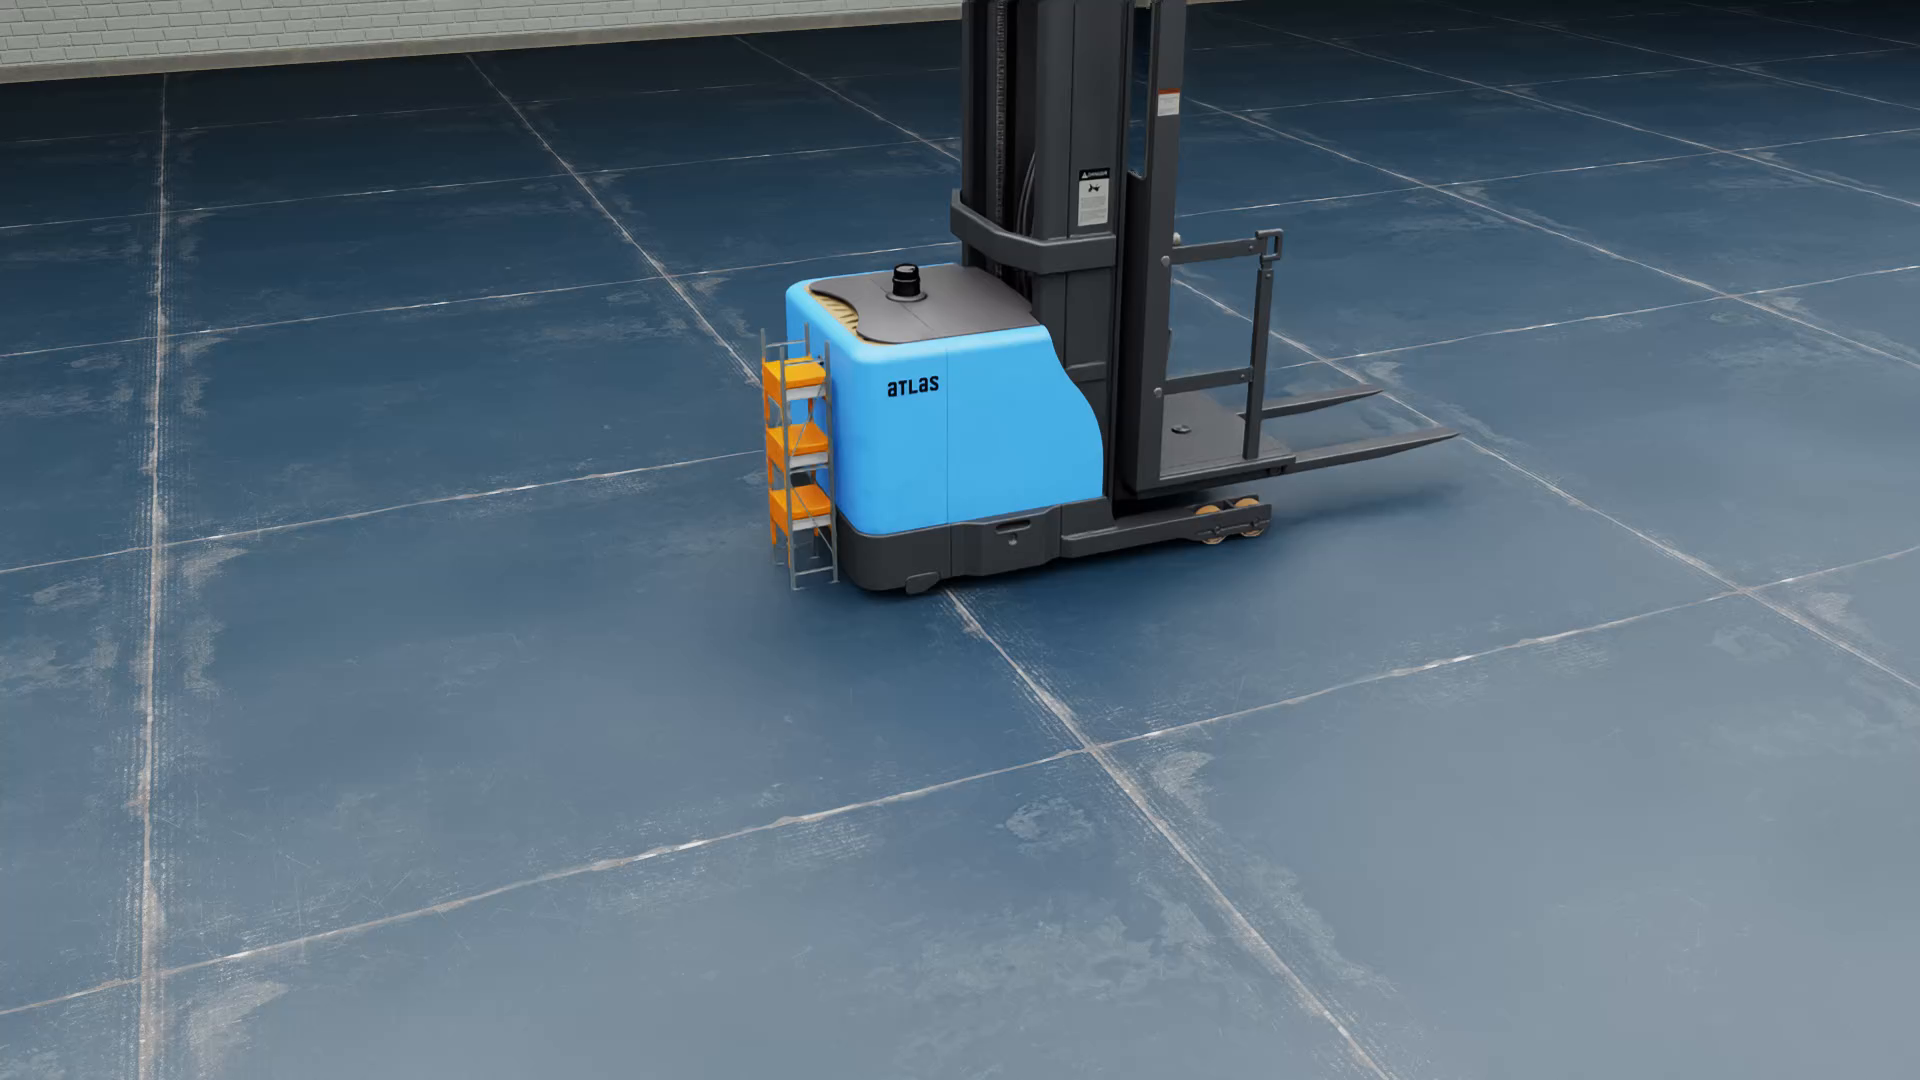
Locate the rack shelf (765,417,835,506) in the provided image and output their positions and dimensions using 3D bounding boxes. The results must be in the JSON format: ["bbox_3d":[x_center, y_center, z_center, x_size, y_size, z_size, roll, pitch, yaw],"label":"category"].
[{"bbox_3d":[-0.647,-0.320,6.733,0.215,0.259,0.240,-11,28,-21],"label":"rack shelf"}]

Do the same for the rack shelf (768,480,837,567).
[{"bbox_3d":[-0.647,-0.070,6.855,0.215,0.259,0.240,-11,28,-21],"label":"rack shelf"}]

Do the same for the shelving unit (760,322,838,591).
[{"bbox_3d":[-0.647,-0.329,6.728,0.215,1.050,0.252,-11,28,-21],"label":"shelving unit"}]

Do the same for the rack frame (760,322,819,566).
[{"bbox_3d":[-0.695,-0.379,6.829,0.200,1.050,0.008,-11,28,-21],"label":"rack frame"}]

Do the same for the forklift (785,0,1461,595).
[{"bbox_3d":[0.815,-1.500,6.982,3.031,2.935,1.130,-10,28,-20],"label":"forklift"}]

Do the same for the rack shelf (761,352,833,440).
[{"bbox_3d":[-0.647,-0.575,6.608,0.215,0.259,0.240,-11,28,-21],"label":"rack shelf"}]

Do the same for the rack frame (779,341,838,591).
[{"bbox_3d":[-0.599,-0.280,6.627,0.200,1.050,0.008,-11,28,-21],"label":"rack frame"}]
